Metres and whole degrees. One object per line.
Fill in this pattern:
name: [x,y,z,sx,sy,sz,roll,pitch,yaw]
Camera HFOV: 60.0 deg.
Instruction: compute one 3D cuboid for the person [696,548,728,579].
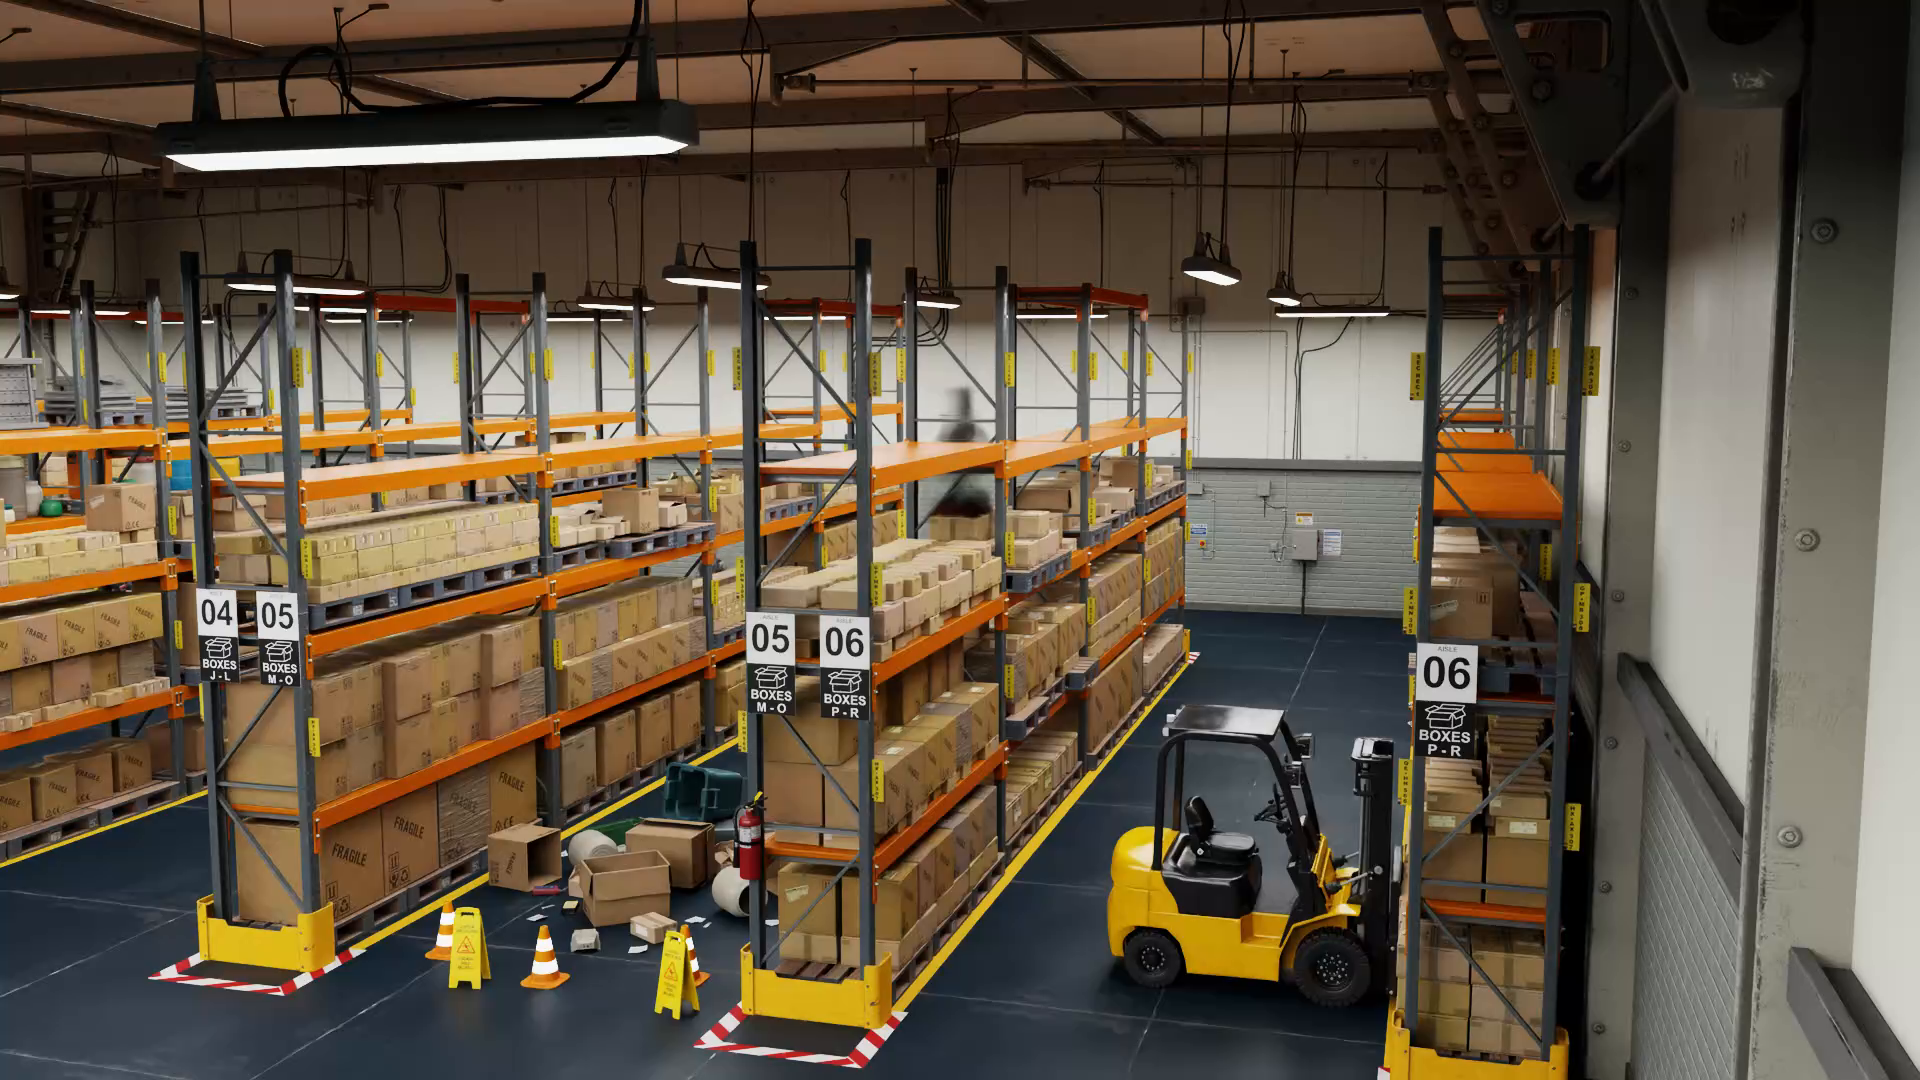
person: [-4.514,0.945,30.245,0.669,1.690,0.829,1,6,7]
